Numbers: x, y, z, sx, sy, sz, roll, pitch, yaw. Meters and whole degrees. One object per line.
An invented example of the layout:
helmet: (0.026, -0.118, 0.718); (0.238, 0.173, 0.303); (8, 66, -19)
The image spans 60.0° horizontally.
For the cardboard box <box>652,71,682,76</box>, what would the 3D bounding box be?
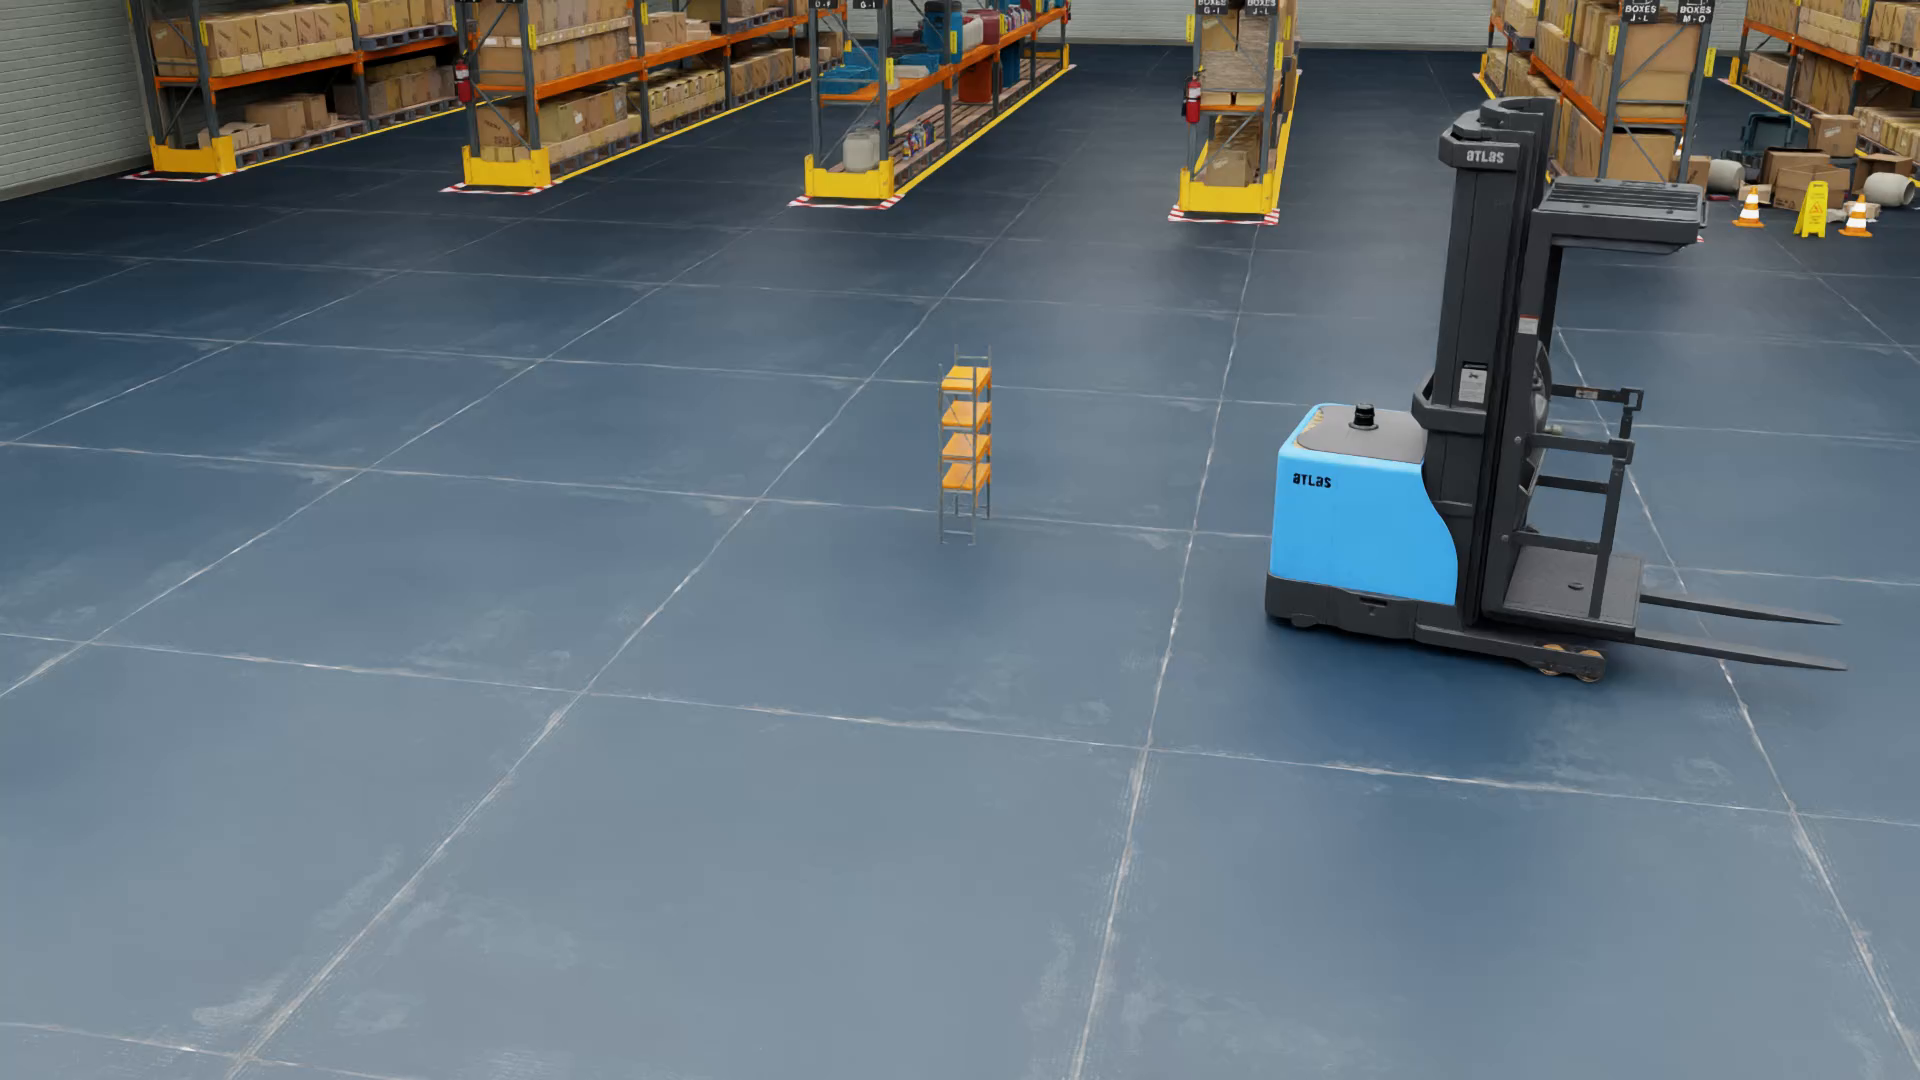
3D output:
cardboard box: (-5.160, -8.118, 29.362); (0.500, 0.311, 0.500); (4, 22, 10)

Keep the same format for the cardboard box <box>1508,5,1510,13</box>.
cardboard box: (10.048, -9.509, 29.826); (0.380, 0.149, 0.250); (5, 22, 12)

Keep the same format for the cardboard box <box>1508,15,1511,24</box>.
cardboard box: (9.993, -9.276, 29.645); (0.380, 0.149, 0.250); (5, 22, 11)

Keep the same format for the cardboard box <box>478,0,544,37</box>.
cardboard box: (-6.180, -7.212, 22.874); (0.700, 0.500, 0.500); (5, 22, 11)

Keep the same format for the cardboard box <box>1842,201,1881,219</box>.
cardboard box: (11.390, -4.173, 21.016); (0.380, 0.149, 0.250); (18, 28, 38)

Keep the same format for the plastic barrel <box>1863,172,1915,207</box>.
plastic barrel: (12.039, -4.538, 21.555); (0.421, 0.421, 0.512); (-16, 27, -35)

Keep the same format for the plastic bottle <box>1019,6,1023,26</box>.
plastic bottle: (1.131, -10.000, 31.734); (0.144, 0.351, 0.185); (4, 22, 11)

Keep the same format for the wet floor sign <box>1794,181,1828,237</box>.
wet floor sign: (10.166, -3.949, 19.796); (0.267, 0.644, 0.232); (1, 22, 2)

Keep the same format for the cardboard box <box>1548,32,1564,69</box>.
cardboard box: (9.100, -7.293, 24.813); (0.500, 0.500, 0.500); (5, 22, 11)

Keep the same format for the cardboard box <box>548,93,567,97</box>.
cardboard box: (-6.188, -6.410, 24.869); (0.500, 0.500, 0.500); (4, 22, 11)

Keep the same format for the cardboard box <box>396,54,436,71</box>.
cardboard box: (-9.790, -8.598, 29.940); (0.500, 0.250, 0.500); (5, 22, 12)

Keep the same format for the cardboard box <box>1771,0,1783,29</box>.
cardboard box: (15.581, -9.860, 31.187); (0.500, 0.500, 0.500); (4, 22, 10)

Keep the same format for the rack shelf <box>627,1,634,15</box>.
rack shelf: (-8.292, -11.537, 36.448); (1.077, 0.370, 4.000); (4, 22, 11)

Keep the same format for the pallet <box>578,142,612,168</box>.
pallet: (-5.933, -5.809, 24.994); (1.003, 0.211, 1.213); (4, 22, 11)

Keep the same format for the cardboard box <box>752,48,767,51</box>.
cardboard box: (-4.188, -9.649, 33.554); (0.500, 0.500, 0.500); (3, 22, 8)

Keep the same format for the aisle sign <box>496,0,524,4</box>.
aisle sign: (-6.012, -7.533, 22.063); (0.394, 0.787, 0.004); (4, 22, 11)

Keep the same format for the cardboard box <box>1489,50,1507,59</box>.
cardboard box: (10.943, -9.845, 33.740); (0.380, 0.149, 0.250); (4, 22, 11)

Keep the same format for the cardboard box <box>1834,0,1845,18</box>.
cardboard box: (14.786, -8.877, 27.407); (0.500, 0.500, 0.500); (4, 22, 11)

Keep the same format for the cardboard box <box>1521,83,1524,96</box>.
cardboard box: (9.744, -7.424, 28.057); (0.500, 0.500, 0.500); (4, 22, 11)

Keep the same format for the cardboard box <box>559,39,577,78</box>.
cardboard box: (-5.982, -6.964, 23.996); (0.700, 0.500, 0.500); (5, 22, 11)

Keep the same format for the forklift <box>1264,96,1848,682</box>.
forklift: (3.333, -0.822, 8.970); (3.031, 2.935, 1.130); (9, 24, 22)

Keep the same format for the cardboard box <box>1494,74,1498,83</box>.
cardboard box: (10.639, -9.012, 32.468); (0.380, 0.149, 0.250); (4, 22, 11)

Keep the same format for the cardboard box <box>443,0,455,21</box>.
cardboard box: (-9.603, -9.754, 30.335); (0.700, 0.500, 0.500); (2, 22, 5)

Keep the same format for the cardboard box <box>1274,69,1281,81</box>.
cardboard box: (4.346, -6.586, 23.527); (0.380, 0.149, 0.250); (4, 22, 11)

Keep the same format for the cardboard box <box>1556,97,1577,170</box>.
cardboard box: (8.853, -5.650, 23.150); (0.875, 0.875, 0.875); (5, 22, 12)

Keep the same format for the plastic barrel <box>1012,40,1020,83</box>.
plastic barrel: (0.870, -9.408, 32.445); (0.600, 0.901, 0.708); (4, 22, 11)

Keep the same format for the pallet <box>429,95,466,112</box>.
pallet: (-9.678, -8.097, 30.676); (1.003, 0.211, 1.213); (4, 22, 11)

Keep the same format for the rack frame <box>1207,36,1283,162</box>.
rack frame: (4.214, -7.081, 24.420); (1.000, 3.000, 0.127); (4, 22, 11)

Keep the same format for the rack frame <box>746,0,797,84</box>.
rack frame: (-3.850, -10.763, 33.563); (1.000, 3.000, 0.127); (4, 22, 11)

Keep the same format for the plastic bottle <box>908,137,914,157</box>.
plastic bottle: (-0.711, -5.660, 23.940); (0.061, 0.283, 0.133); (5, 22, 12)

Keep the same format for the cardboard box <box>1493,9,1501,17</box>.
cardboard box: (10.992, -10.654, 33.628); (0.380, 0.149, 0.250); (4, 22, 9)

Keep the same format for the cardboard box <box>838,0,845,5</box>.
cardboard box: (-2.859, -12.088, 36.718); (0.500, 0.500, 0.500); (5, 23, 13)

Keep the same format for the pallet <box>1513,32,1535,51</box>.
pallet: (9.907, -8.308, 27.725); (1.213, 0.211, 1.003); (4, 22, 11)

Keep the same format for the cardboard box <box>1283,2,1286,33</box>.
cardboard box: (4.291, -7.360, 23.244); (0.500, 0.500, 0.500); (4, 22, 11)

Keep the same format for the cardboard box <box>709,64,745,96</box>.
cardboard box: (-4.294, -8.489, 30.674); (0.500, 0.500, 0.500); (5, 23, 13)

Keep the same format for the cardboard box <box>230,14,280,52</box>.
cardboard box: (-10.535, -7.558, 24.776); (0.500, 0.500, 0.500); (4, 22, 9)

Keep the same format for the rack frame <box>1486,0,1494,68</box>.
rack frame: (11.498, -11.054, 34.286); (1.000, 3.000, 0.127); (4, 22, 11)

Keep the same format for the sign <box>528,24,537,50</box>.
sign: (-5.757, -6.768, 22.379); (0.100, 0.325, 0.005); (4, 22, 11)

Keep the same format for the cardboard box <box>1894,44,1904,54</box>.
cardboard box: (14.243, -7.371, 24.915); (0.380, 0.149, 0.250); (6, 23, 14)

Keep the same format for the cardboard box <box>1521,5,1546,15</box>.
cardboard box: (9.624, -8.884, 27.876); (0.380, 0.149, 0.250); (5, 23, 13)

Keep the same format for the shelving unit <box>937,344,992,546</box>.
shelving unit: (0.034, -0.617, 10.780); (0.258, 1.200, 0.503); (4, 22, 11)

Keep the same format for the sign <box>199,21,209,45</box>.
sign: (-10.618, -7.111, 23.336); (0.100, 0.325, 0.005); (4, 22, 11)

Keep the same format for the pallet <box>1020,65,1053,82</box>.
pallet: (1.357, -9.810, 34.929); (1.003, 0.211, 1.213); (4, 22, 11)

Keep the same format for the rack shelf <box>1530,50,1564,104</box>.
rack shelf: (9.458, -7.063, 25.340); (1.077, 0.370, 4.000); (4, 22, 11)

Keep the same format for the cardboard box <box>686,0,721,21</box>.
cardboard box: (-4.648, -9.780, 30.427); (0.700, 0.500, 0.500); (-3, 22, -7)

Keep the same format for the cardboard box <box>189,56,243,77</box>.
cardboard box: (-10.739, -6.845, 24.007); (0.500, 0.250, 0.500); (4, 22, 9)

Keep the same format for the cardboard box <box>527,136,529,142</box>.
cardboard box: (-6.388, -5.696, 24.100); (0.500, 0.250, 0.500); (4, 22, 11)

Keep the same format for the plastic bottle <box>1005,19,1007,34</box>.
plastic bottle: (0.806, -9.338, 30.196); (0.097, 0.271, 0.097); (0, 22, 0)

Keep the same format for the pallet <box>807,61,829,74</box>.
pallet: (-3.462, -10.168, 35.818); (1.003, 0.211, 1.213); (4, 22, 11)

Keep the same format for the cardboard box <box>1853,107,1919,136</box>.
cardboard box: (14.607, -6.558, 26.078); (0.950, 0.372, 0.625); (3, 22, 7)

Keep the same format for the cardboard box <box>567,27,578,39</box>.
cardboard box: (-5.747, -7.320, 24.011); (0.380, 0.149, 0.250); (4, 22, 10)

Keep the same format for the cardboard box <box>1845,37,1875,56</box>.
cardboard box: (14.581, -7.923, 26.713); (0.500, 0.250, 0.500); (4, 22, 9)

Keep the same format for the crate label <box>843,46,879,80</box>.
crate label: (-1.340, -6.706, 23.441); (0.502, 0.435, 0.616); (4, 22, 11)

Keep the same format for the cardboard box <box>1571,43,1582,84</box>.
cardboard box: (8.986, -6.599, 23.024); (0.875, 0.550, 0.550); (4, 22, 11)

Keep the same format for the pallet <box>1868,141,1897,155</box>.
pallet: (14.320, -5.764, 24.883); (1.003, 0.211, 1.213); (4, 22, 11)
